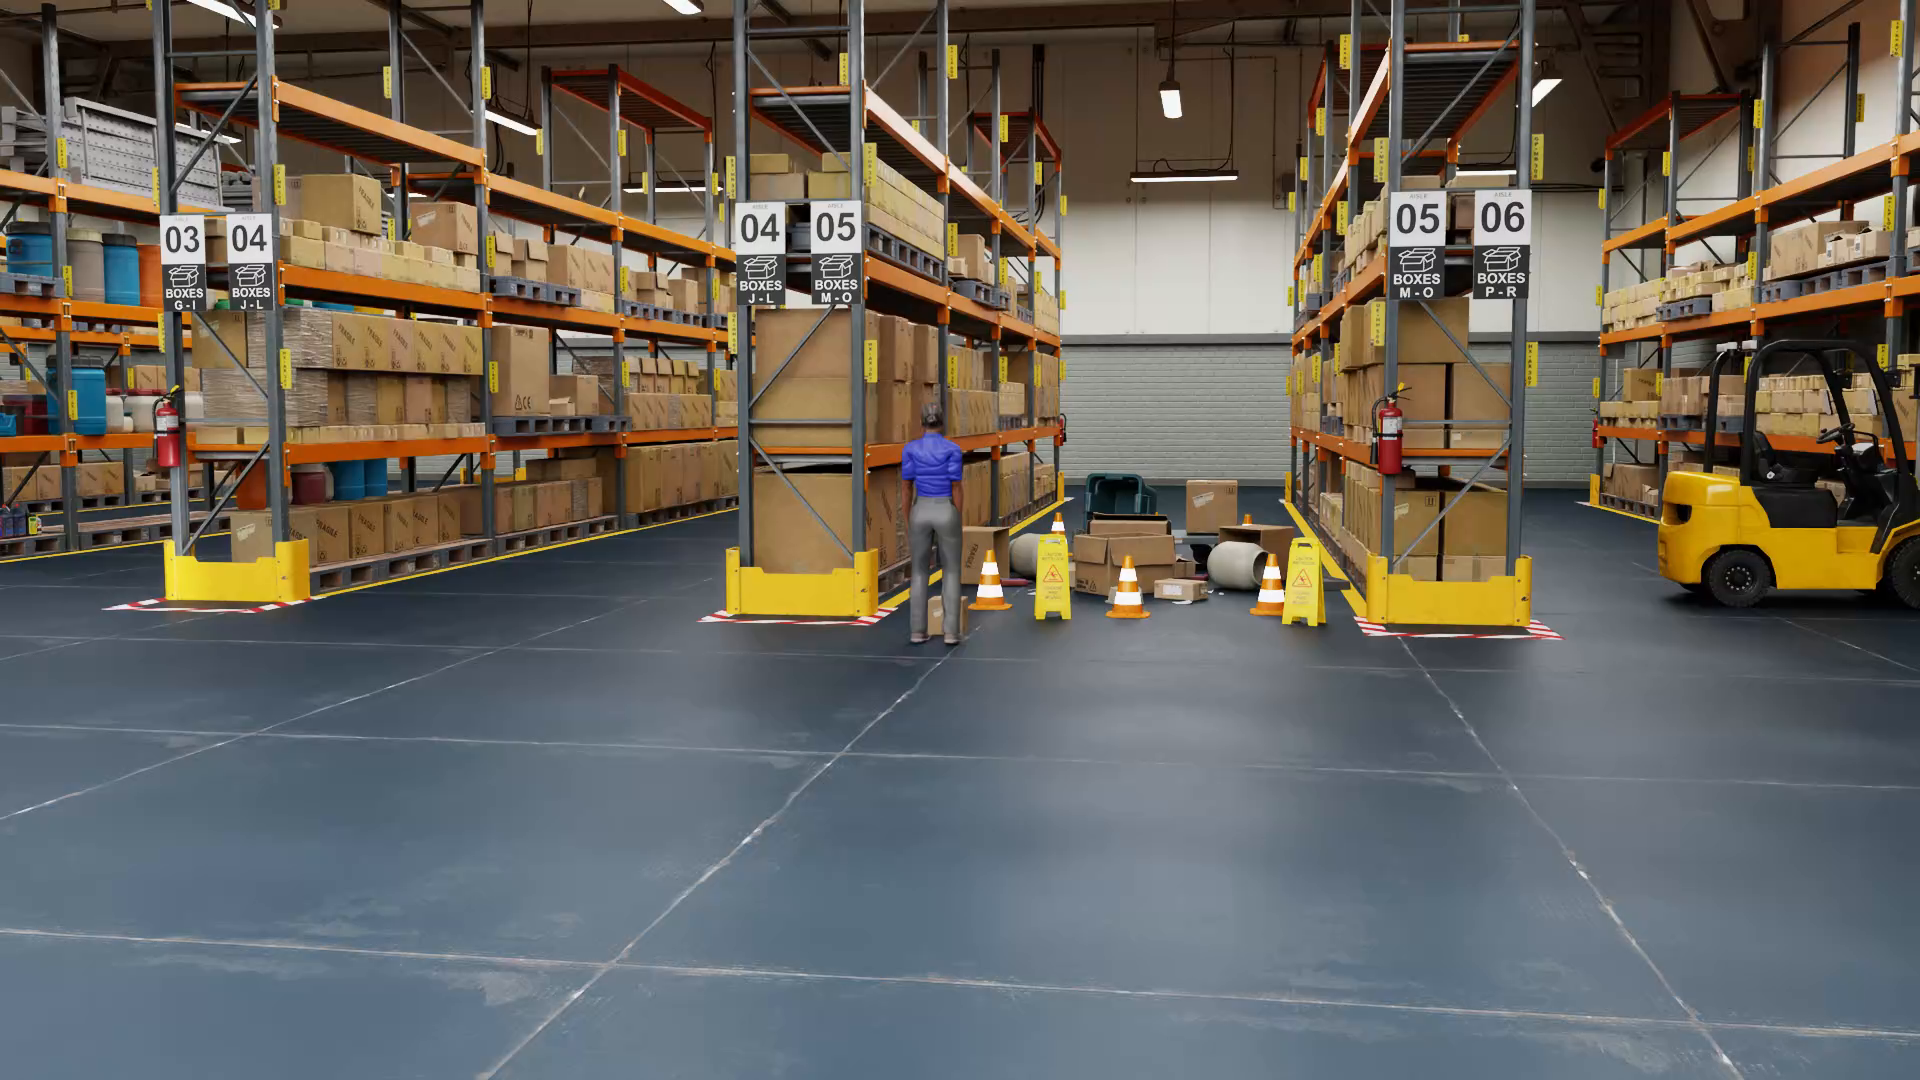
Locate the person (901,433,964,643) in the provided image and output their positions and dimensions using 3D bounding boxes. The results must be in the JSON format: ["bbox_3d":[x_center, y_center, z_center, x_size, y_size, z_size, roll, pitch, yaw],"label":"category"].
[{"bbox_3d":[-0.182,-0.009,11.423,0.429,1.453,0.300,1,5,10],"label":"person"}]
